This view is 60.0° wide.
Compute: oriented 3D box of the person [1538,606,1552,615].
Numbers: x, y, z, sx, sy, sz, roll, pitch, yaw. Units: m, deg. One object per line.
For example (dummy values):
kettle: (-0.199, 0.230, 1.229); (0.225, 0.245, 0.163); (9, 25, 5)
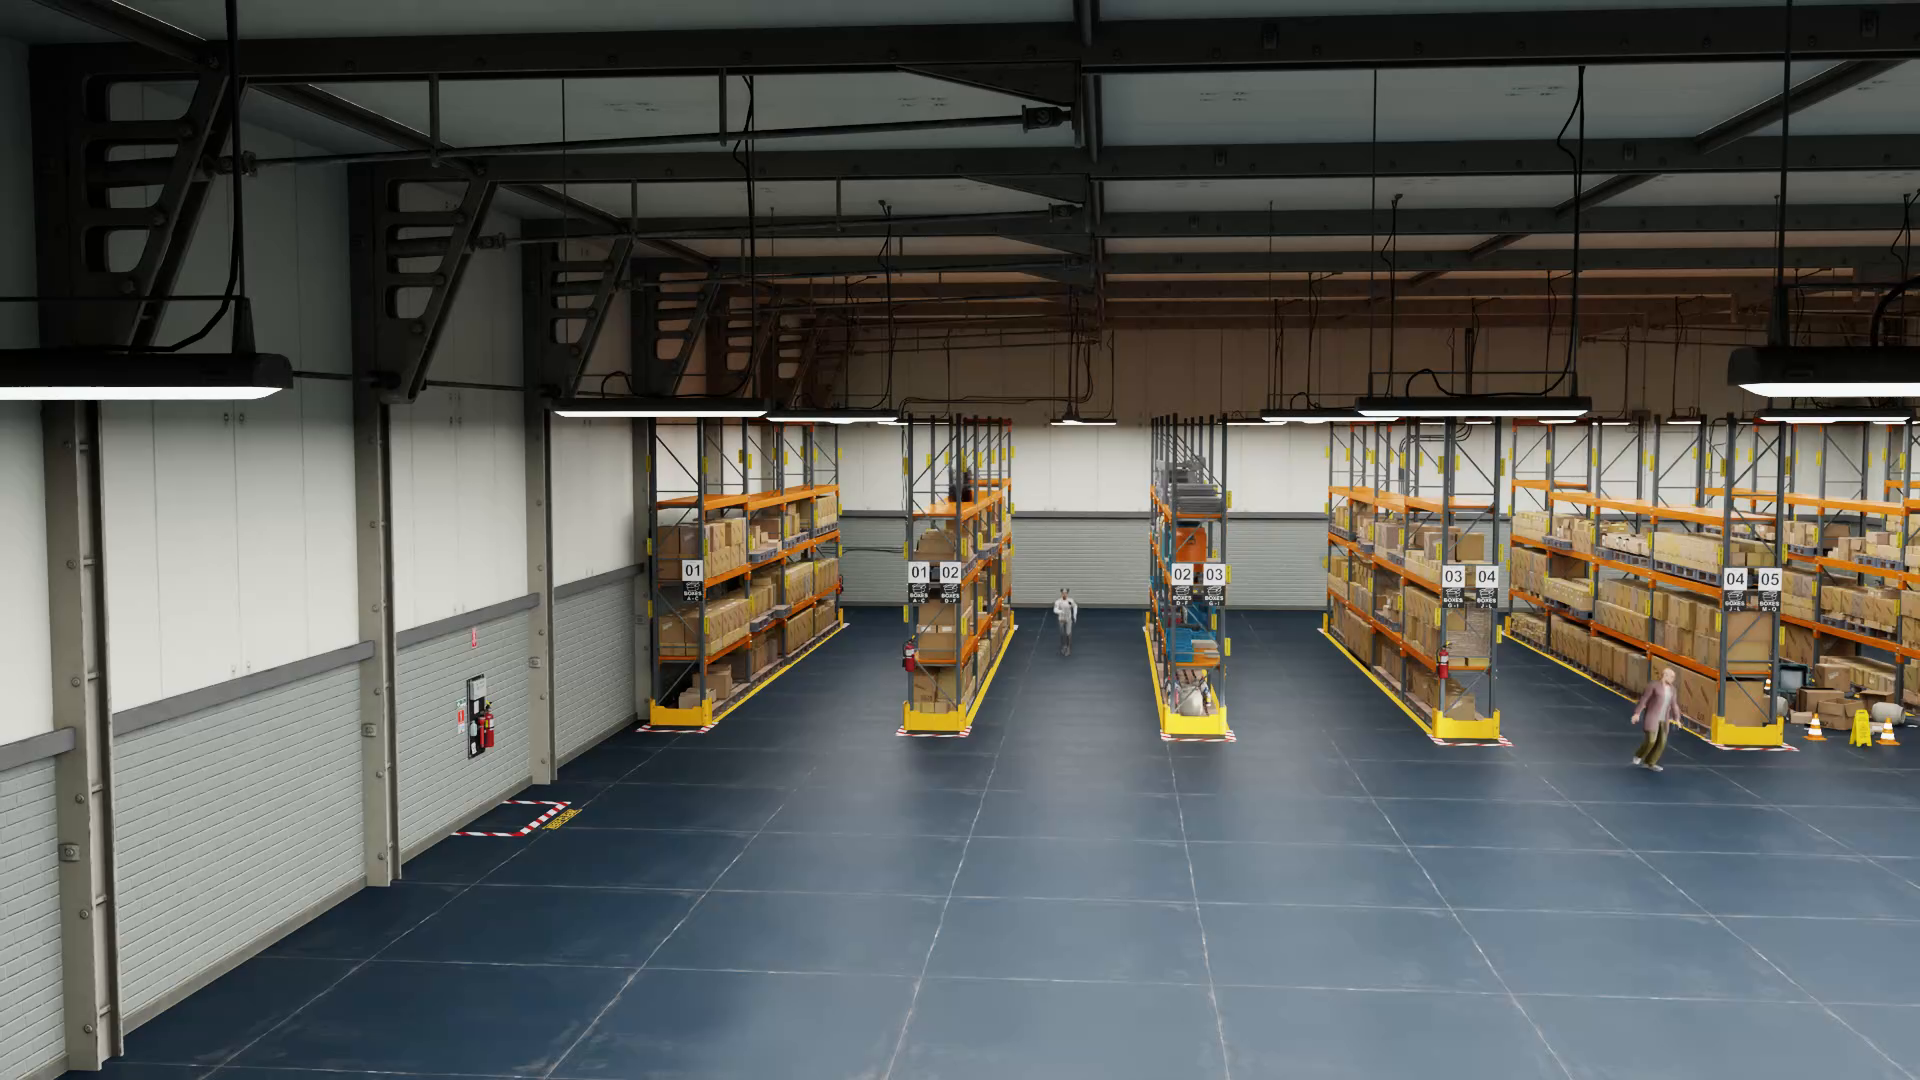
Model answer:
person: (16.660, 1.710, 47.207); (0.600, 1.661, 0.687); (-1, 4, -19)

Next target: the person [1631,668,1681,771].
person: (11.606, 2.985, 27.778); (0.730, 1.735, 0.590); (-2, 4, -22)

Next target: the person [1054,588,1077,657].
person: (2.654, 2.063, 41.927); (0.580, 1.739, 0.811); (0, 4, 5)
